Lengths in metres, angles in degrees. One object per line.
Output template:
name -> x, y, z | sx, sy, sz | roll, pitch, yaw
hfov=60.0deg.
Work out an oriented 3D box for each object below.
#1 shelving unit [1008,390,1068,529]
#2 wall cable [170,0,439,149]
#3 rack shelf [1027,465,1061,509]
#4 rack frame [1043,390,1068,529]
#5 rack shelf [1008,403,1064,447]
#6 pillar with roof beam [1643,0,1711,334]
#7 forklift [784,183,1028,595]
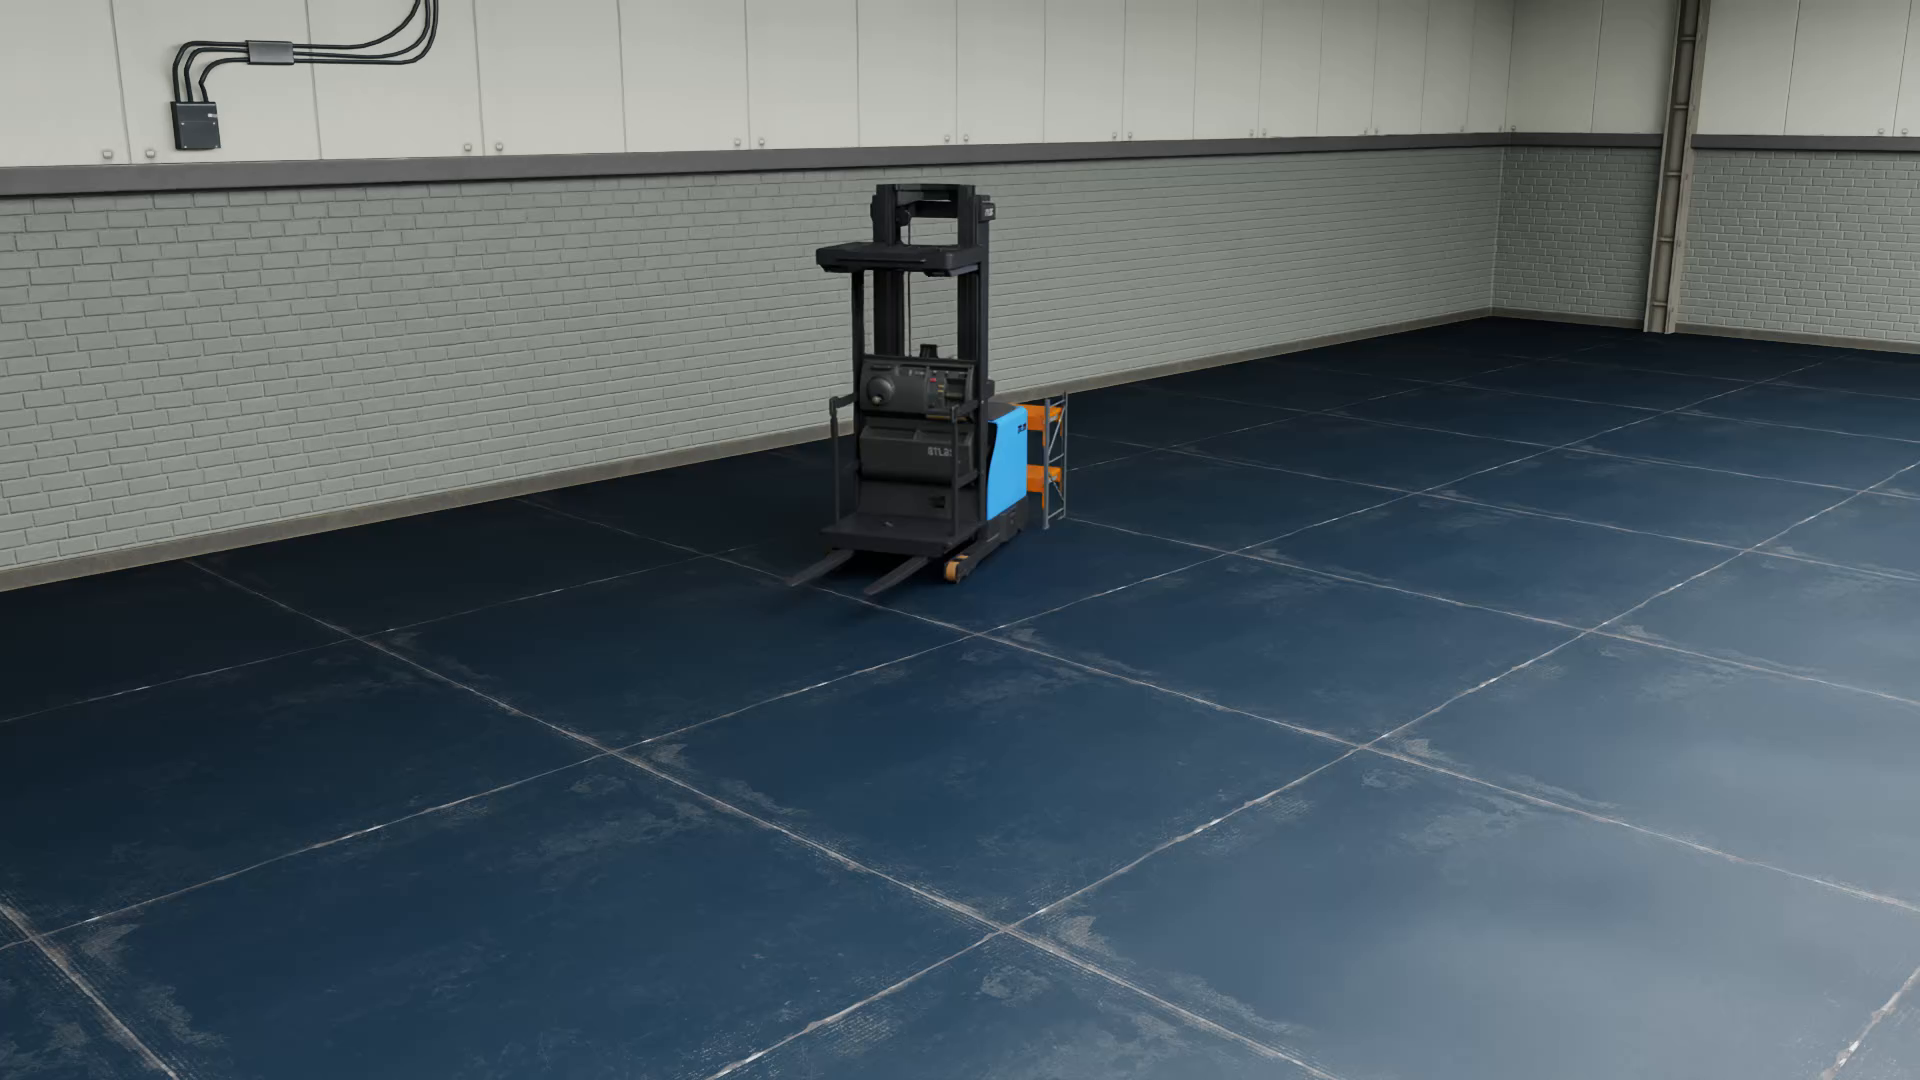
shelving unit -> 0.356, -0.749, 14.574 | 1.048, 1.125, 0.538 | 6, 16, 22
wall cable -> -5.193, -6.116, 12.811 | 0.169, 6.003, 2.305 | 14, 20, 42
rack shelf -> 0.356, -0.512, 14.636 | 1.000, 0.278, 0.538 | 6, 16, 22
rack frame -> 0.826, -0.699, 14.384 | 0.032, 1.125, 0.500 | 6, 16, 22
rack shelf -> 0.357, -1.032, 14.500 | 1.000, 0.278, 0.538 | 6, 16, 22
pillar with roof beam -> 8.286, -6.930, 22.682 | 0.400, 9.000, 9.100 | 14, 20, 42
forklift -> -0.410, -1.209, 12.760 | 1.130, 2.935, 3.031 | 5, 16, 20
